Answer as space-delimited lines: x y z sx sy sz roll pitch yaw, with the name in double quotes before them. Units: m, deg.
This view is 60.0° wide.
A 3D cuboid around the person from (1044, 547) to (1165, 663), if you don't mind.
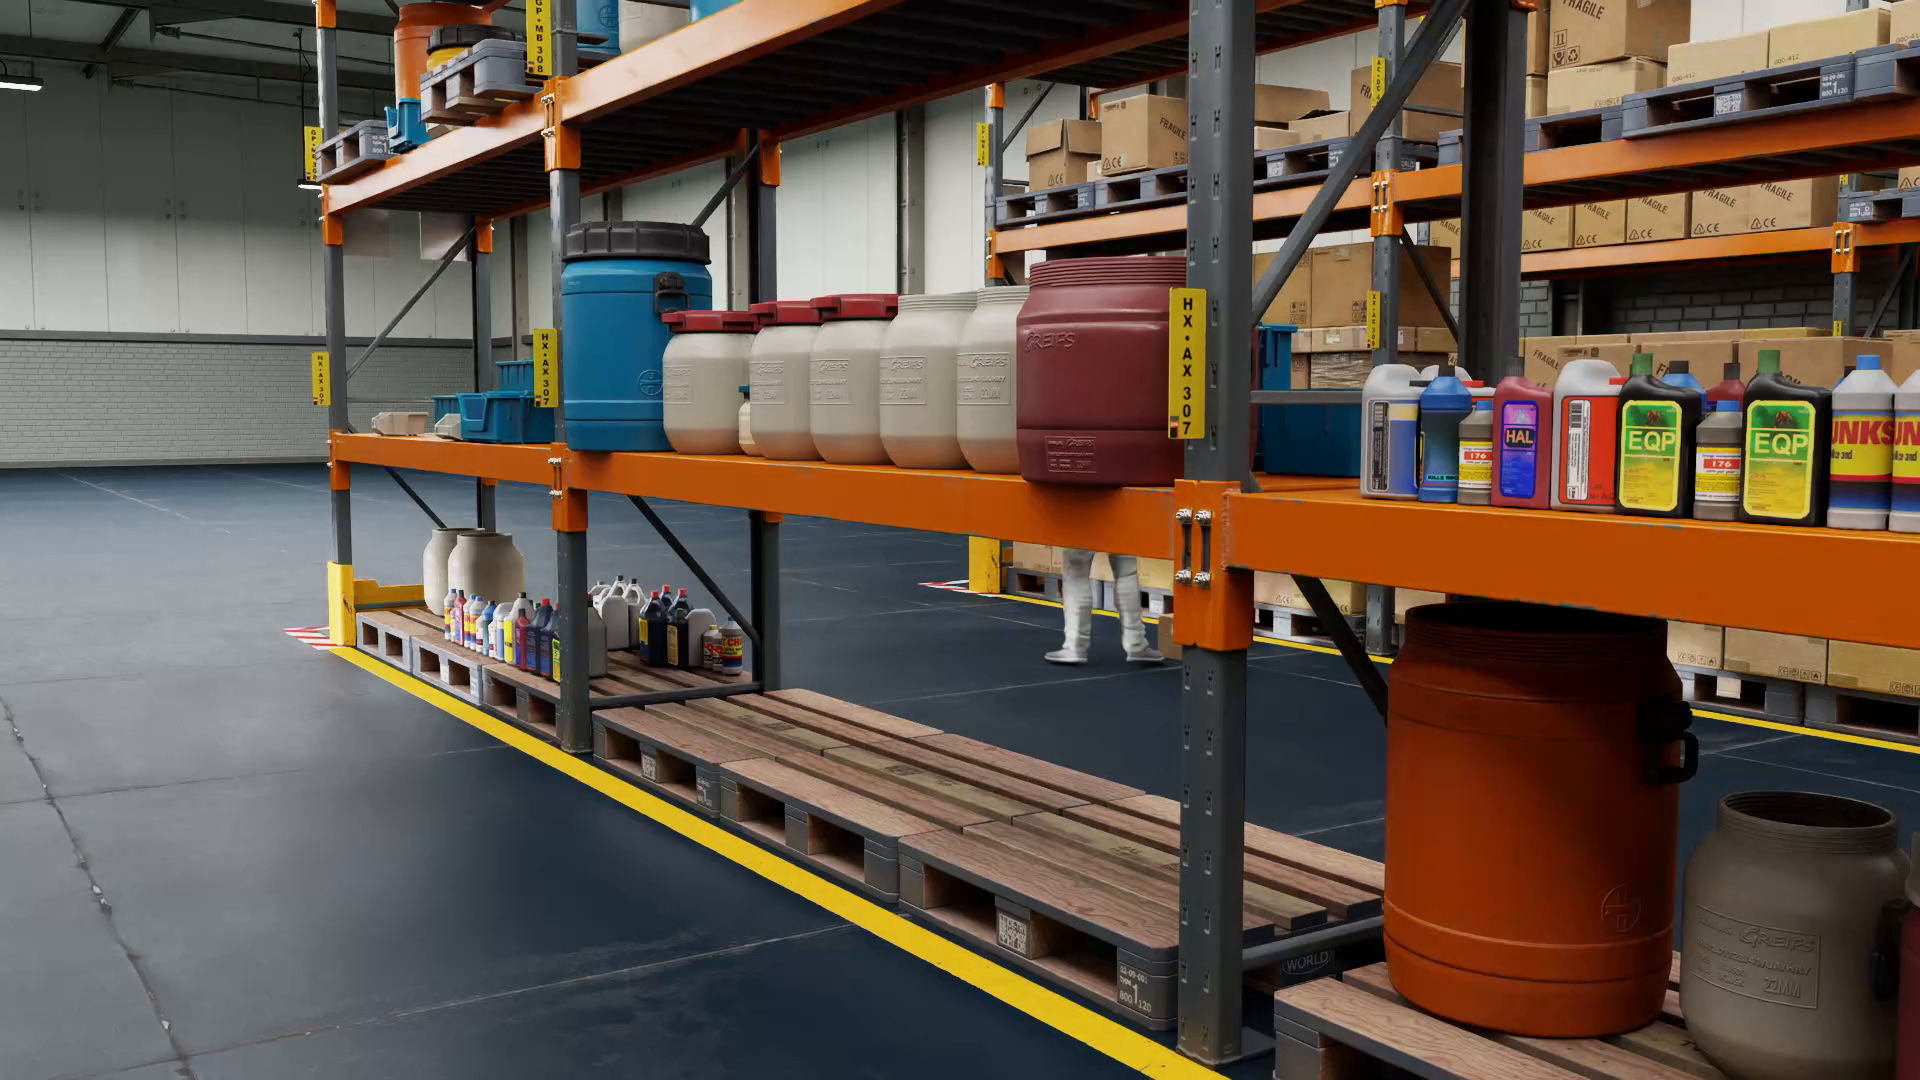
"person" 0.836 -0.122 9.448 0.658 1.669 0.438 -1 5 -16
